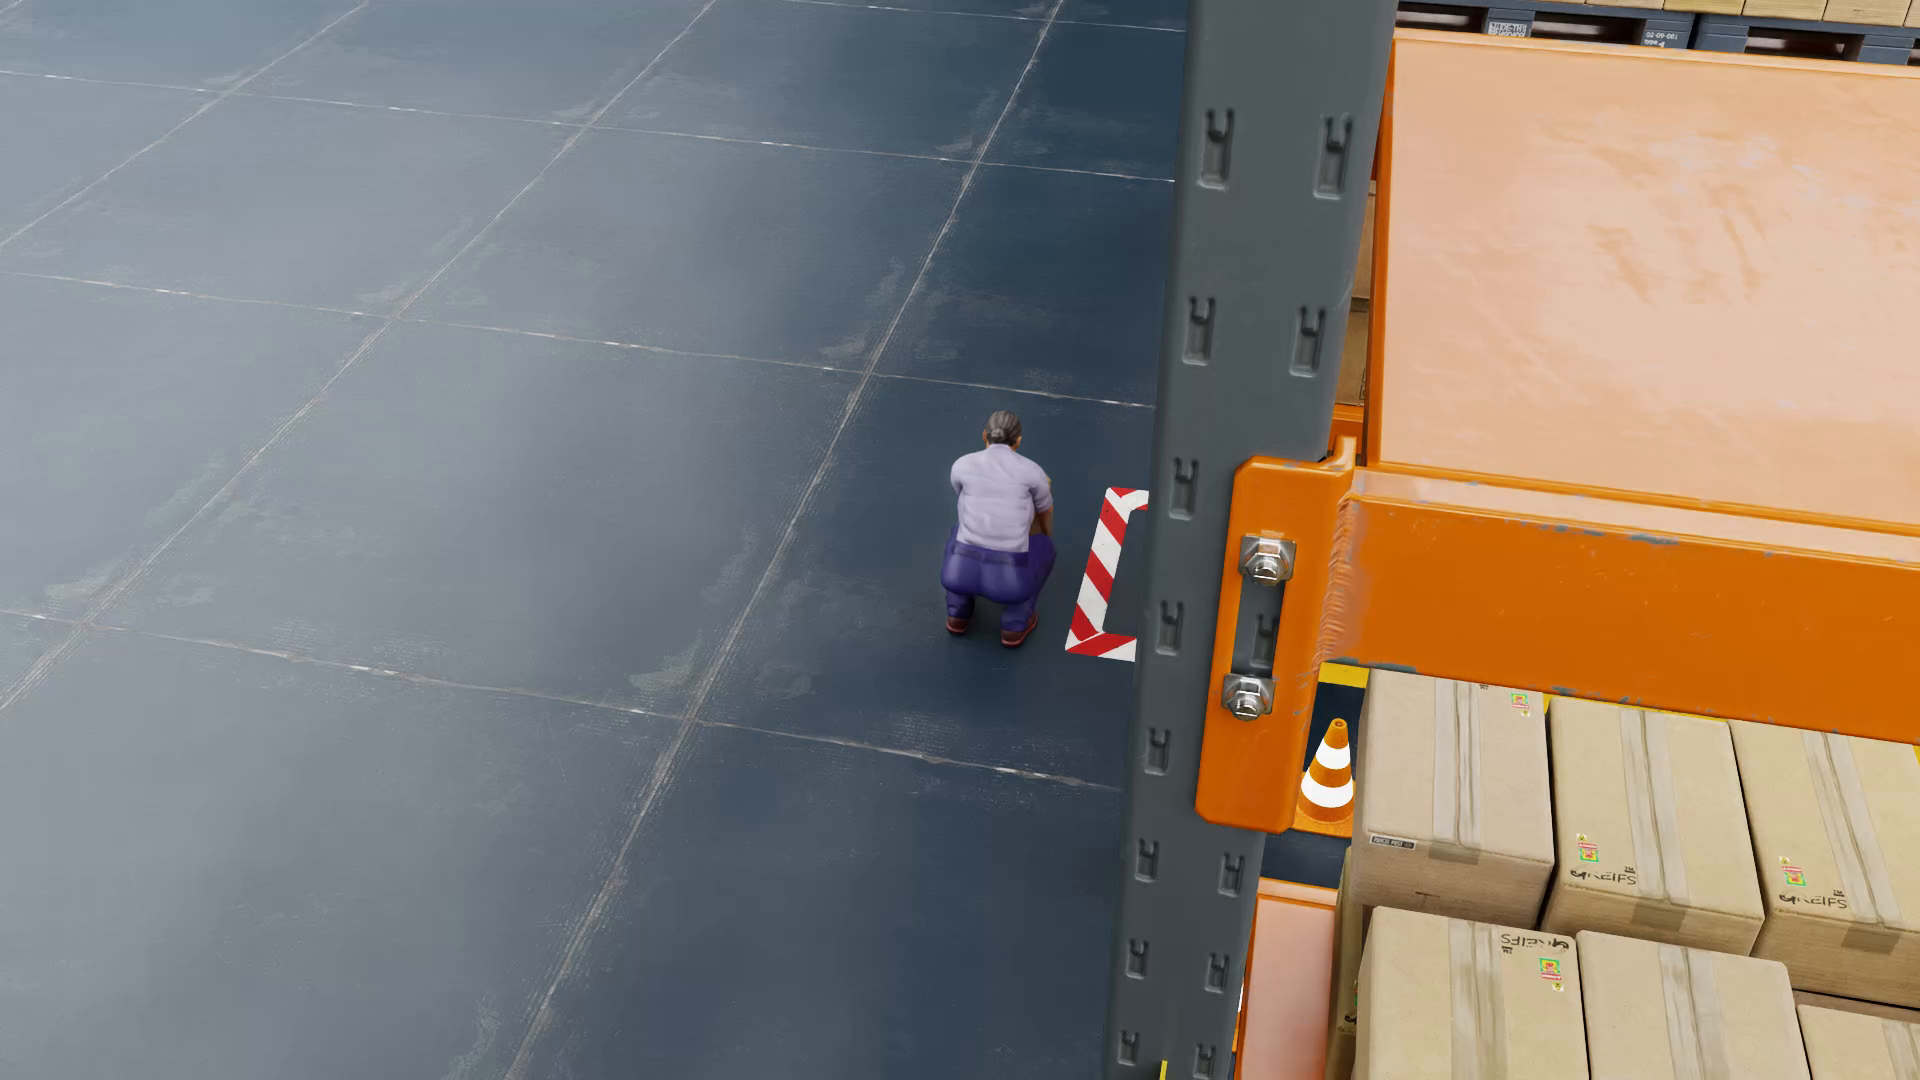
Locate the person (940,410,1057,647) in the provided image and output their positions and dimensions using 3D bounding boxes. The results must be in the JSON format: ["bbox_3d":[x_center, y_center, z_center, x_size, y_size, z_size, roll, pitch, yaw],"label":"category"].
[{"bbox_3d":[0.179,-0.061,7.661,0.517,0.942,0.848,10,38,13],"label":"person"}]
